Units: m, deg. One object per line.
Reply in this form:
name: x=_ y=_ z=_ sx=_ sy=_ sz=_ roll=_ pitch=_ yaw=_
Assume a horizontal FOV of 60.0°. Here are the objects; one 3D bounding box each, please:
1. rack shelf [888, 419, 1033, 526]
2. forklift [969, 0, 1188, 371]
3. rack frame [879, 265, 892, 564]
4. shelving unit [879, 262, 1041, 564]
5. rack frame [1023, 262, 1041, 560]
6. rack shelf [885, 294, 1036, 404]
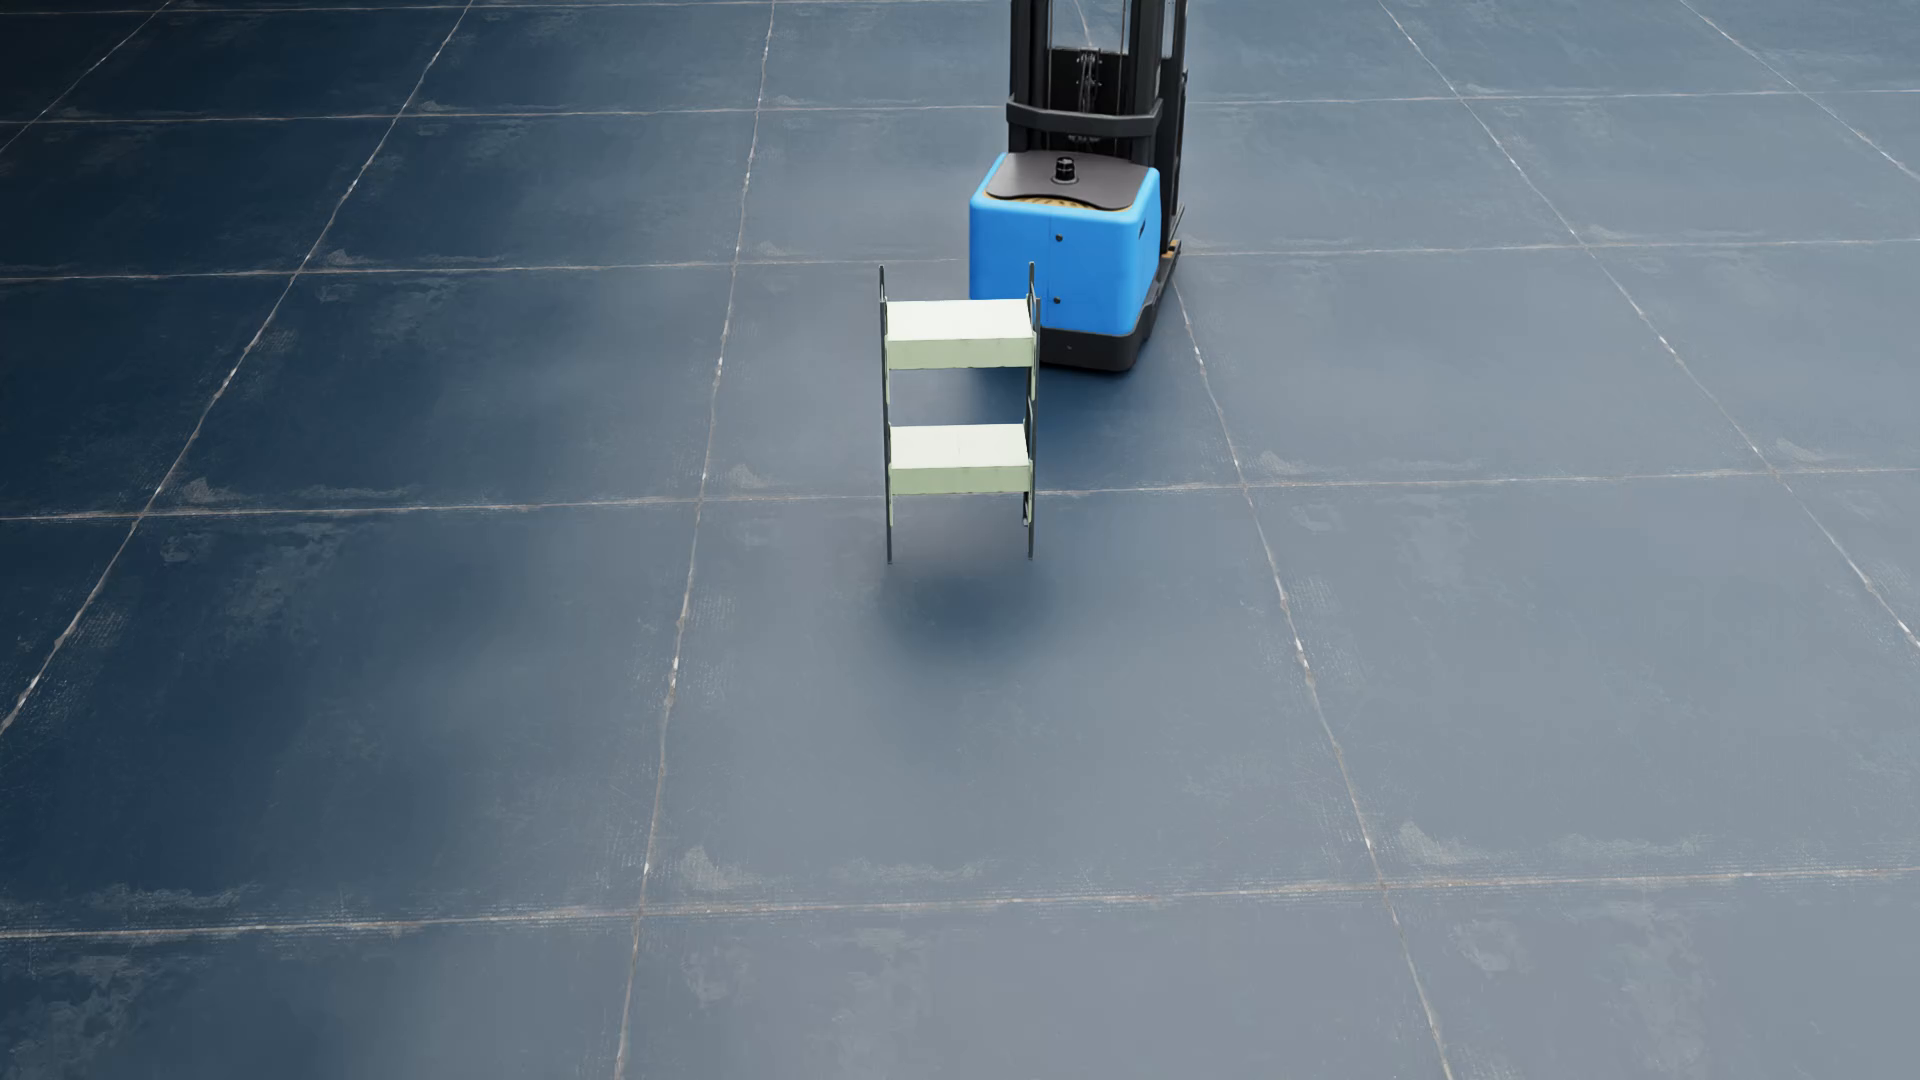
rack shelf: x=-0.007 y=-0.348 z=8.545 sx=0.720 sy=0.370 sz=0.431 roll=-2 pitch=35 yaw=-2
forklift: x=0.916 y=-3.072 z=10.649 sx=1.130 sy=2.935 sz=3.031 roll=9 pitch=36 yaw=12
rack frame: x=-0.372 y=-0.607 z=8.345 sx=0.023 sy=1.500 sz=0.400 roll=-2 pitch=35 yaw=-2
shelving unit: x=-0.007 y=-0.617 z=8.359 sx=0.755 sy=1.500 sz=0.431 roll=-2 pitch=35 yaw=-2
rack frame: x=0.359 y=-0.626 z=8.373 sx=0.023 sy=1.500 sz=0.400 roll=-2 pitch=35 yaw=-2
rack shelf: x=-0.007 y=-0.937 z=8.137 sx=0.720 sy=0.370 sz=0.431 roll=-2 pitch=35 yaw=-2
